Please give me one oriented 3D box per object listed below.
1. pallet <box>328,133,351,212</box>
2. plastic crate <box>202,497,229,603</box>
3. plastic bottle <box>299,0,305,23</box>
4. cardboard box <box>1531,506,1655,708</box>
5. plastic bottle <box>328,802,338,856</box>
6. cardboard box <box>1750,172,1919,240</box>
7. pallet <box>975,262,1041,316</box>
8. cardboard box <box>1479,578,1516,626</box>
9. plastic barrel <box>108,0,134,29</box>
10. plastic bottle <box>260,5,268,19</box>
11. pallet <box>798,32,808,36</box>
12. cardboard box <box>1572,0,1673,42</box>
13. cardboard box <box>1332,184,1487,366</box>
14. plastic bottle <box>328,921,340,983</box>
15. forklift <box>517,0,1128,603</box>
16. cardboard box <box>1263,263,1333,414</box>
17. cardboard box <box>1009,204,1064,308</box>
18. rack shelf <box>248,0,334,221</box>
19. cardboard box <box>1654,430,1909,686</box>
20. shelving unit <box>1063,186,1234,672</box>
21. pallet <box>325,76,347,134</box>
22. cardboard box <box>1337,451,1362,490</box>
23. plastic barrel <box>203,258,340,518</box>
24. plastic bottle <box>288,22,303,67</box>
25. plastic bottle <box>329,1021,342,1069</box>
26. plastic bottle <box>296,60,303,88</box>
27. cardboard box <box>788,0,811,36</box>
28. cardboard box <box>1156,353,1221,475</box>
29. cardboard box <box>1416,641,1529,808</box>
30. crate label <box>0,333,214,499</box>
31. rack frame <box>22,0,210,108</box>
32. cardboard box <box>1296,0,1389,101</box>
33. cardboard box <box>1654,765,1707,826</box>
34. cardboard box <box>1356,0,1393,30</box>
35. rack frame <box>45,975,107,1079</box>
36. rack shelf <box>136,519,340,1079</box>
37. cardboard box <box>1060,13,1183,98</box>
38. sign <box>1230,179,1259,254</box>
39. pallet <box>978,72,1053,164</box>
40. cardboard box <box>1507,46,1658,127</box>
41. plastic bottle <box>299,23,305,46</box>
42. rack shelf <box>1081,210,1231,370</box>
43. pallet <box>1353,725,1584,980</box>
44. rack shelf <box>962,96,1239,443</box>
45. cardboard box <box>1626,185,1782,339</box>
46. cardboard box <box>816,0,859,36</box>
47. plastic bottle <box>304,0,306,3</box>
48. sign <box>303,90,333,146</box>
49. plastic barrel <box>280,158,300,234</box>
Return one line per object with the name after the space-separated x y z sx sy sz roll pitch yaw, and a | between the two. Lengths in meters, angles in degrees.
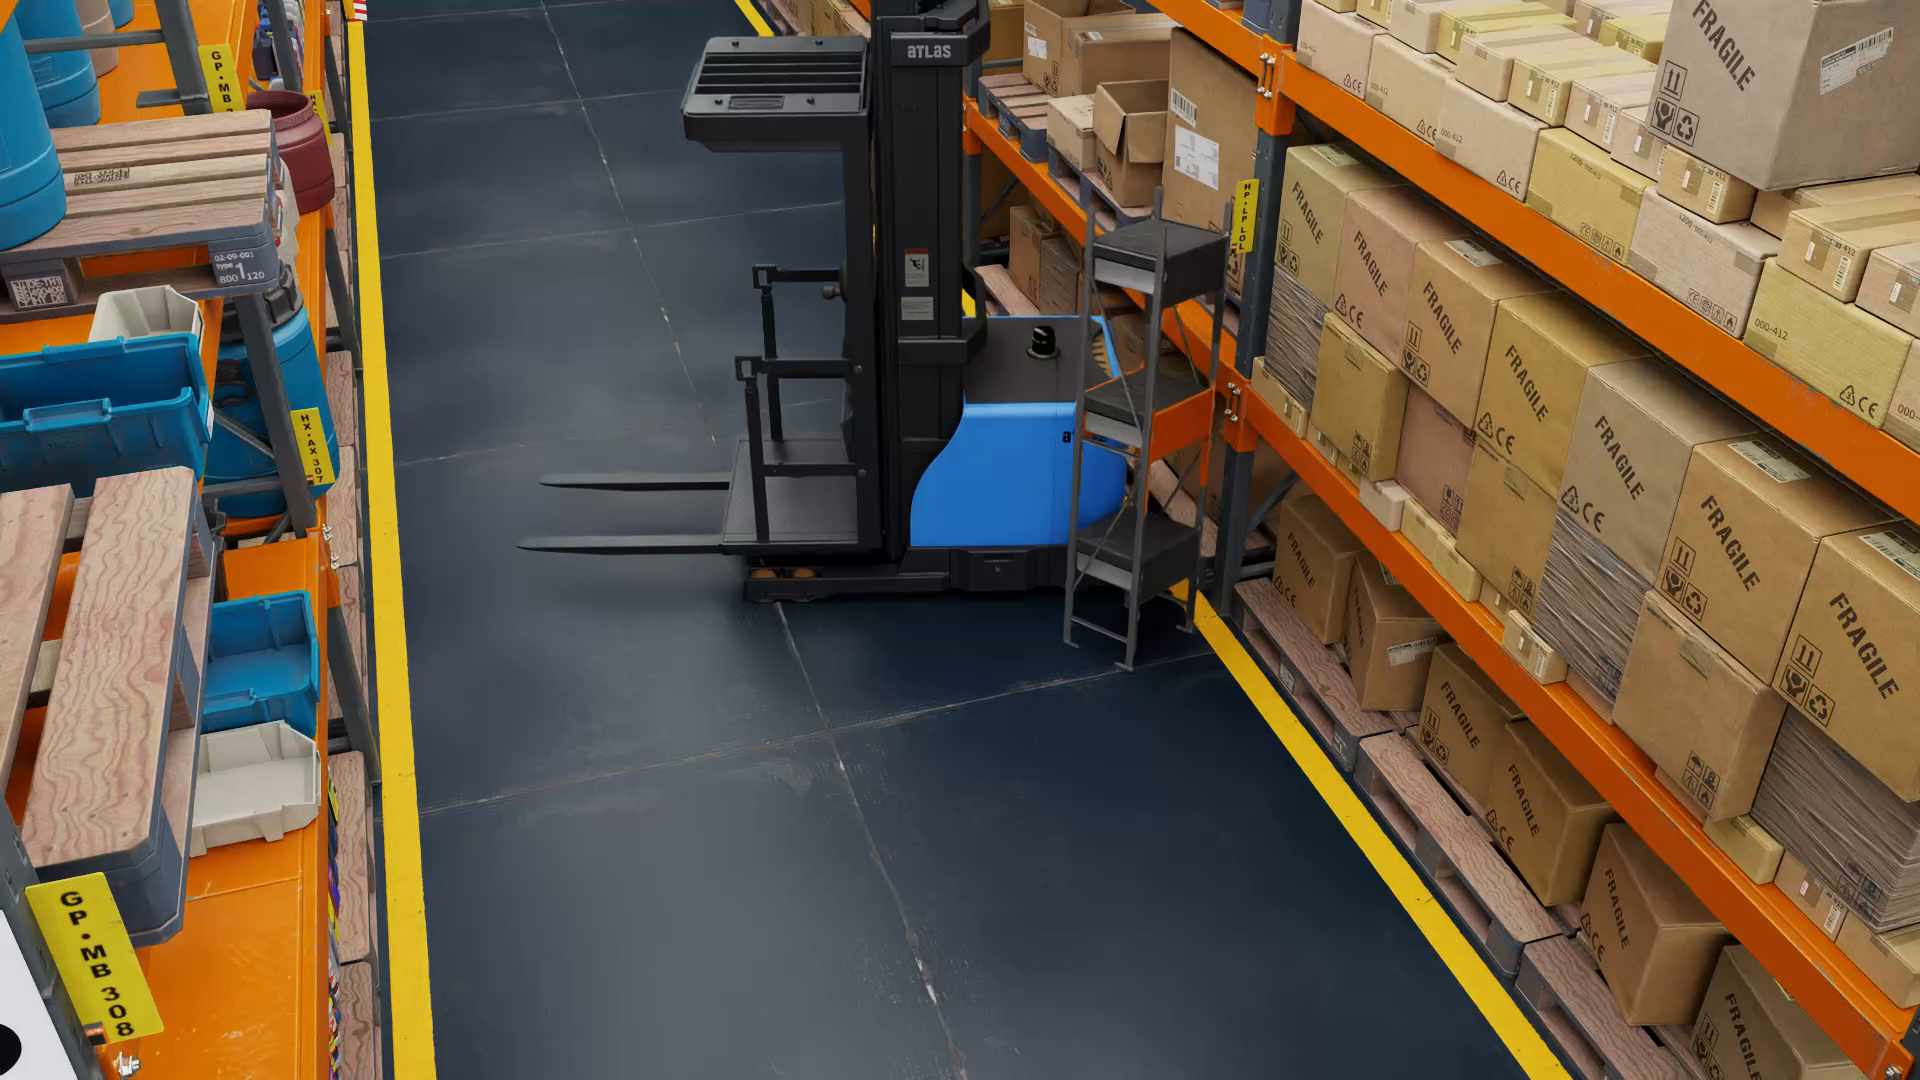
-5.227 -2.774 12.756 1.003 0.211 1.213 -10 35 -15 | pallet
-2.944 0.173 5.824 0.767 0.338 0.504 -10 35 -15 | plastic crate
-4.831 -3.901 11.978 0.144 0.351 0.185 -10 35 -15 | plastic bottle
2.435 0.147 5.447 0.875 0.500 0.500 -10 35 -15 | cardboard box
-2.511 1.062 6.426 0.144 0.351 0.185 -11 35 -16 | plastic bottle
2.361 -0.891 4.431 0.380 0.149 0.250 -10 35 -14 | cardboard box
0.751 -1.508 10.841 1.003 0.211 1.213 -10 35 -15 | pallet
2.104 0.195 5.962 0.380 0.149 0.250 -10 35 -15 | cardboard box
-3.743 -2.527 6.678 0.600 0.901 0.708 -10 35 -15 | plastic barrel
-4.801 -3.585 11.571 0.097 0.271 0.097 0 33 0 | plastic bottle
-0.863 -4.431 15.265 1.003 0.211 1.213 -10 35 -15 | pallet
2.371 -1.802 5.809 0.380 0.149 0.250 -11 35 -16 | cardboard box
1.784 -1.024 6.311 0.500 0.500 0.500 -10 35 -15 | cardboard box
-2.308 1.450 5.907 0.152 0.276 0.135 -9 35 -14 | plastic bottle
-0.708 -1.206 7.917 3.031 2.935 1.130 -1 33 -1 | forklift
1.813 -0.901 7.033 0.875 0.500 0.500 -10 35 -15 | cardboard box
0.738 -1.874 10.734 0.700 0.500 0.500 -12 35 -17 | cardboard box
-4.812 -2.999 11.220 1.077 0.370 4.000 -10 35 -15 | rack shelf
2.394 0.026 4.722 0.500 0.500 0.500 -10 35 -15 | cardboard box
0.829 -0.475 7.500 0.431 2.100 0.503 22 33 36 | shelving unit
-5.684 -3.566 13.954 1.003 0.211 1.213 -10 35 -15 | pallet
1.766 -0.324 6.747 0.380 0.149 0.250 -10 35 -15 | cardboard box
-2.812 -0.612 6.501 0.600 0.901 0.708 -10 35 -15 | plastic barrel
-4.495 -3.323 11.103 0.144 0.351 0.185 -10 35 -15 | plastic bottle
-2.153 1.669 5.579 0.097 0.271 0.097 0 33 0 | plastic bottle
-4.318 -3.028 10.728 0.097 0.271 0.097 0 33 0 | plastic bottle
-1.105 -5.304 15.602 0.875 0.875 0.875 -10 35 -15 | cardboard box
1.440 -0.702 8.960 0.700 0.500 0.500 -10 35 -15 | cardboard box
2.265 0.715 6.834 0.500 0.500 0.500 -13 36 -19 | cardboard box
-2.018 -0.277 3.862 0.502 0.251 0.408 -10 35 -15 | crate label
-2.982 -2.652 4.601 1.000 3.000 0.127 -10 35 -15 | rack frame
1.628 -1.892 6.307 0.500 0.250 0.500 -11 35 -17 | cardboard box
2.409 0.720 5.167 0.380 0.149 0.250 -10 35 -15 | cardboard box
1.686 -1.986 6.089 0.380 0.149 0.250 -12 35 -17 | cardboard box
-1.762 1.951 3.077 1.000 3.000 0.127 -10 35 -15 | rack frame
-2.372 1.201 4.864 1.077 0.370 4.000 -10 35 -15 | rack shelf
0.983 -2.746 9.713 0.700 0.500 0.500 -5 34 -8 | cardboard box
1.207 -1.370 7.052 0.100 0.325 0.005 -10 35 -15 | sign
0.833 -2.646 10.207 1.213 0.211 1.003 -10 35 -15 | pallet
1.974 -1.436 5.257 0.380 0.149 0.250 -11 35 -16 | cardboard box
-4.627 -3.530 11.552 0.097 0.201 0.097 0 33 0 | plastic bottle
0.844 -1.091 7.197 0.431 0.518 0.480 22 33 36 | rack shelf
2.349 1.170 6.788 1.003 0.211 1.213 -10 35 -15 | pallet
1.125 -1.732 9.303 1.077 0.370 4.000 -10 35 -15 | rack shelf
2.262 -0.813 4.675 0.500 0.250 0.500 -9 35 -14 | cardboard box
-0.491 -4.138 13.838 1.225 0.875 0.875 -10 35 -15 | cardboard box
-4.994 -4.145 12.415 0.152 0.276 0.135 -10 35 -15 | plastic bottle
-3.681 -2.414 9.534 0.100 0.325 0.005 -10 35 -15 | sign
-3.685 -1.792 8.639 0.421 0.512 0.421 0 33 0 | plastic barrel
